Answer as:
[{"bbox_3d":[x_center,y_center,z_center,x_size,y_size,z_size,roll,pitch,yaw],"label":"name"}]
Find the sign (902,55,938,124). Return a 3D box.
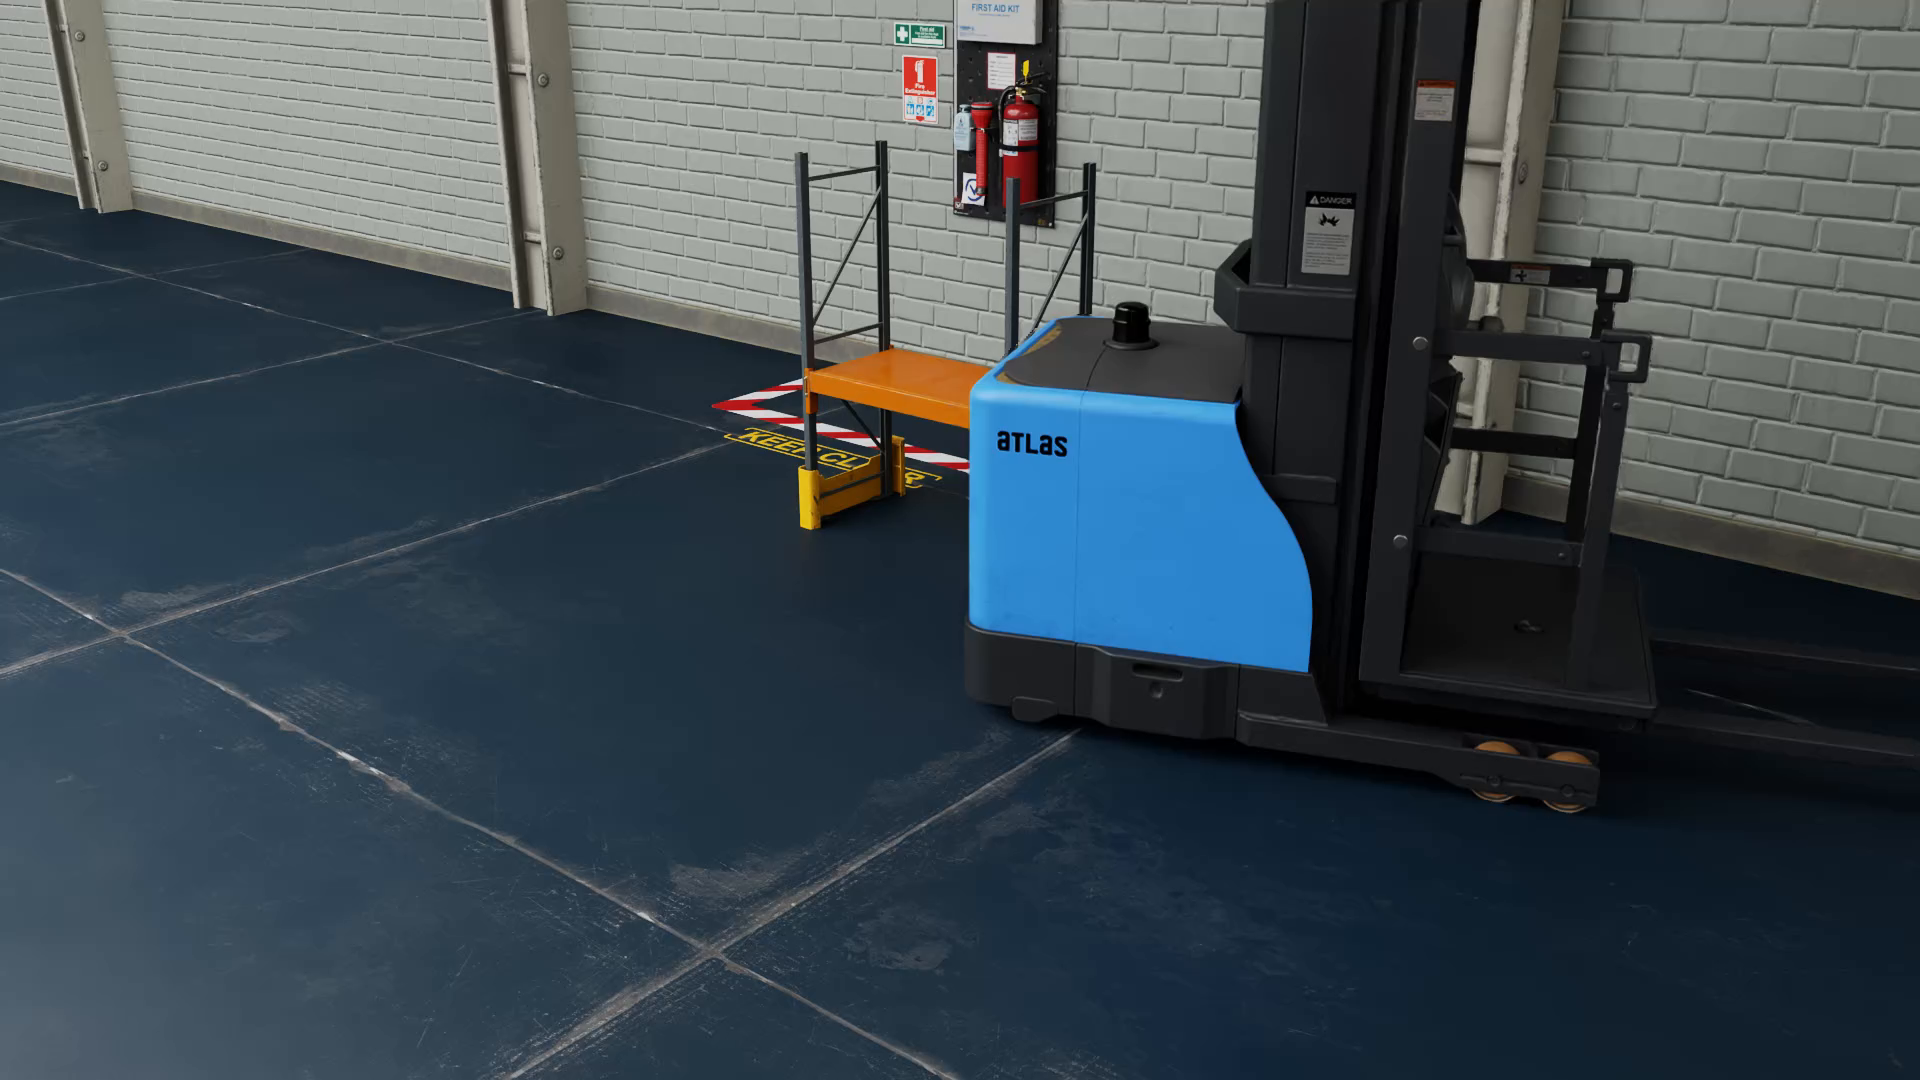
[{"bbox_3d":[-0.203,-2.278,8.408,0.234,0.329,0.001,16,26,36],"label":"sign"}]

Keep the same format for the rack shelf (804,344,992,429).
[{"bbox_3d":[-0.066,-0.552,6.517,1.000,0.185,0.538,16,26,36],"label":"rack shelf"}]

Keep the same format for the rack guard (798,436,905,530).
[{"bbox_3d":[-0.445,-0.245,6.964,0.087,0.250,0.587,16,26,36],"label":"rack guard"}]

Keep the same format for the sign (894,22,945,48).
[{"bbox_3d":[-0.205,-2.523,8.306,0.331,0.109,0.001,16,26,36],"label":"sign"}]

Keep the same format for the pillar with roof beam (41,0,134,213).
[{"bbox_3d":[-9.968,-5.856,9.443,0.400,9.000,9.100,16,26,36],"label":"pillar with roof beam"}]

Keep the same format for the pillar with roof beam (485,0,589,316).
[{"bbox_3d":[-5.319,-4.517,5.894,0.400,9.000,9.100,16,26,36],"label":"pillar with roof beam"}]

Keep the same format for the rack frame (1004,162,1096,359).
[{"bbox_3d":[0.328,-0.607,6.153,0.032,1.500,0.500,16,26,36],"label":"rack frame"}]

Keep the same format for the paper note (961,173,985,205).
[{"bbox_3d":[0.067,-1.756,8.323,0.142,0.148,0.016,16,26,36],"label":"paper note"}]

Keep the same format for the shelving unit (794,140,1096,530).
[{"bbox_3d":[-0.059,-0.719,6.449,1.083,1.500,0.587,16,26,36],"label":"shelving unit"}]

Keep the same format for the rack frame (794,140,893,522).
[{"bbox_3d":[-0.460,-0.834,6.755,0.032,1.500,0.500,16,26,36],"label":"rack frame"}]

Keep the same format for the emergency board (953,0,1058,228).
[{"bbox_3d":[0.161,-2.110,8.013,0.643,1.169,0.194,16,26,36],"label":"emergency board"}]

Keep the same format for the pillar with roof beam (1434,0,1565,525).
[{"bbox_3d":[-0.671,-3.179,2.344,0.400,9.000,9.100,16,26,36],"label":"pillar with roof beam"}]

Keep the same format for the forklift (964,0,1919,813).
[{"bbox_3d":[1.589,-0.820,4.688,3.031,2.935,1.130,7,22,17],"label":"forklift"}]
